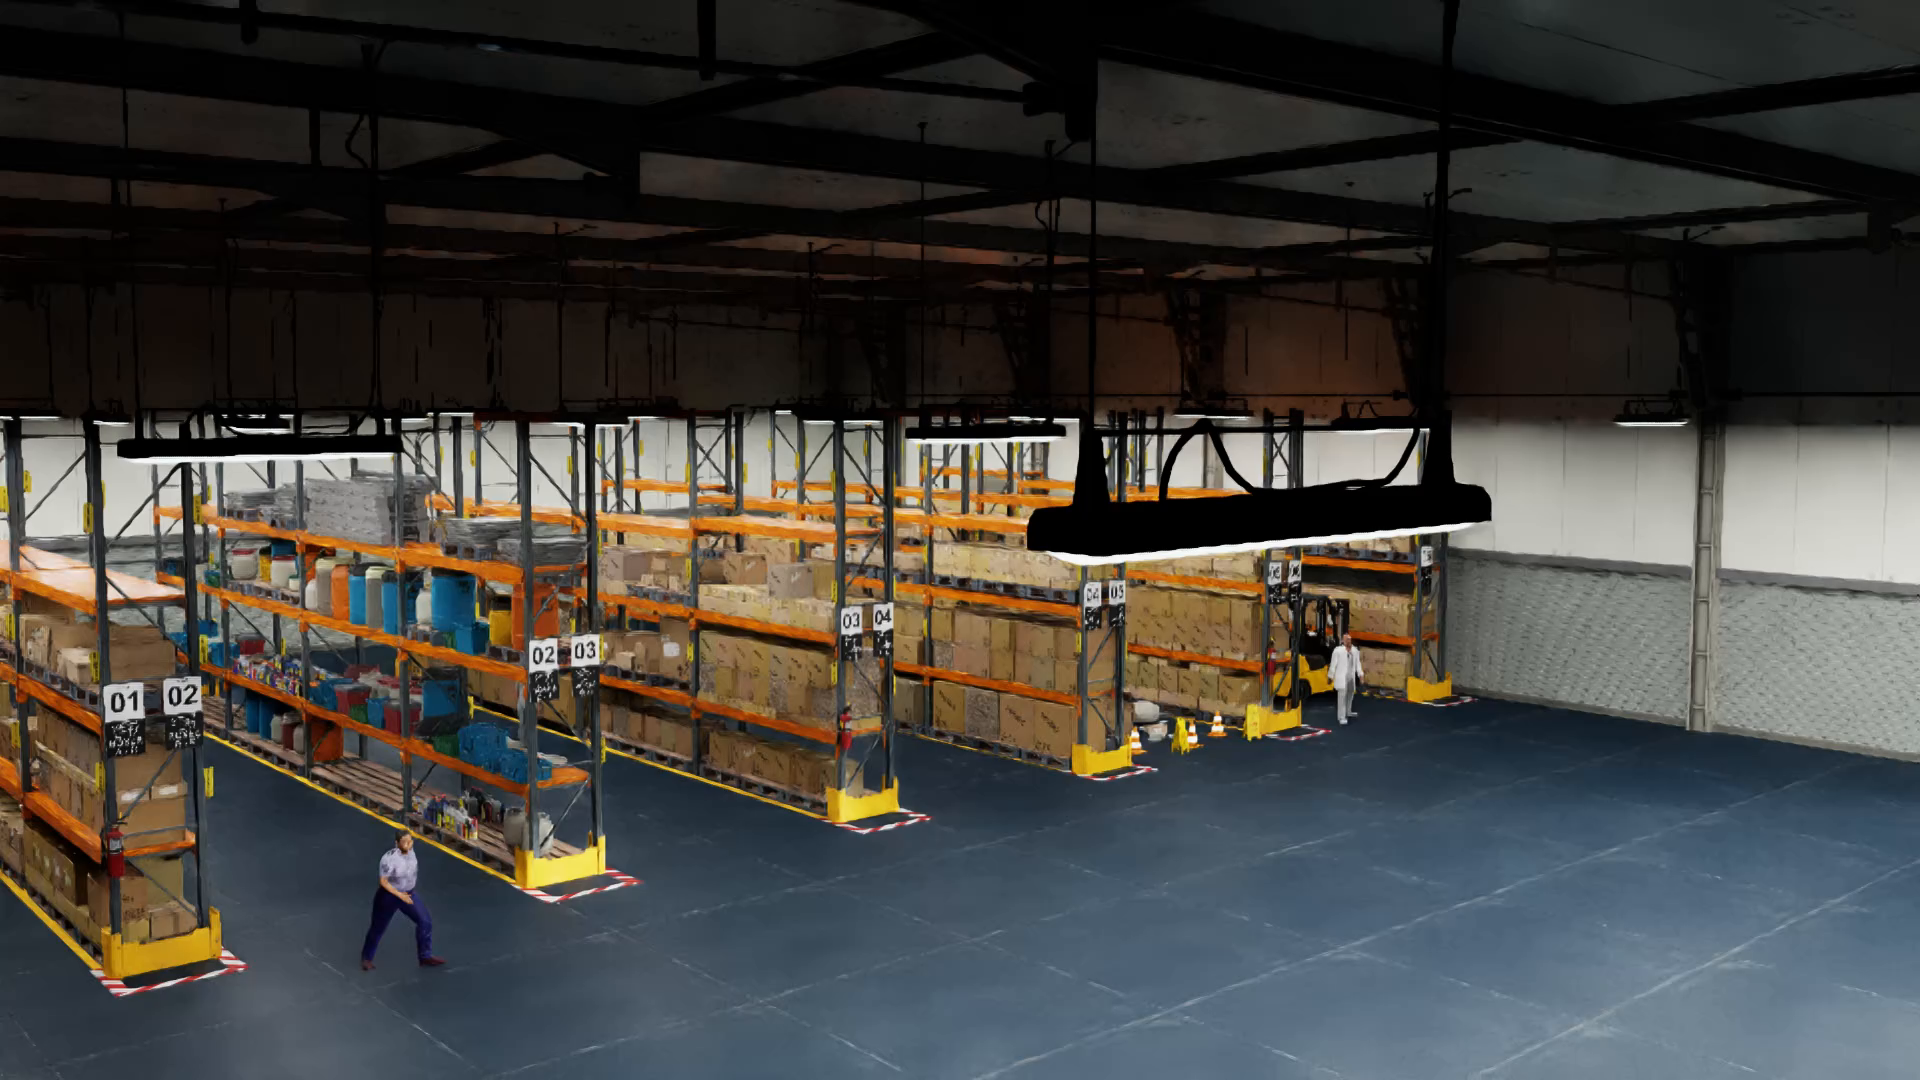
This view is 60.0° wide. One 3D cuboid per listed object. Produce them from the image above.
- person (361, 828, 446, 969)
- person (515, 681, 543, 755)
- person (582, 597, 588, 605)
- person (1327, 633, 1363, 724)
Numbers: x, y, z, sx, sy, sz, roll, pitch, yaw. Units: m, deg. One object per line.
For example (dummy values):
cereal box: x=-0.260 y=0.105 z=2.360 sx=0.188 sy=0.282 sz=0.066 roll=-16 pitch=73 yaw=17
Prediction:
person: x=-6.194 y=3.925 z=18.322 sx=0.824 sy=1.578 sz=0.655 roll=3 pitch=6 yaw=32
person: x=-7.534 y=2.930 z=29.079 sx=0.496 sy=1.675 sz=0.441 roll=2 pitch=5 yaw=19
person: x=-9.862 y=1.625 z=43.870 sx=0.595 sy=1.744 sz=0.980 roll=-2 pitch=5 yaw=-18
person: x=7.484 y=2.650 z=32.107 sx=0.728 sy=1.750 sz=0.893 roll=-2 pitch=5 yaw=-21
